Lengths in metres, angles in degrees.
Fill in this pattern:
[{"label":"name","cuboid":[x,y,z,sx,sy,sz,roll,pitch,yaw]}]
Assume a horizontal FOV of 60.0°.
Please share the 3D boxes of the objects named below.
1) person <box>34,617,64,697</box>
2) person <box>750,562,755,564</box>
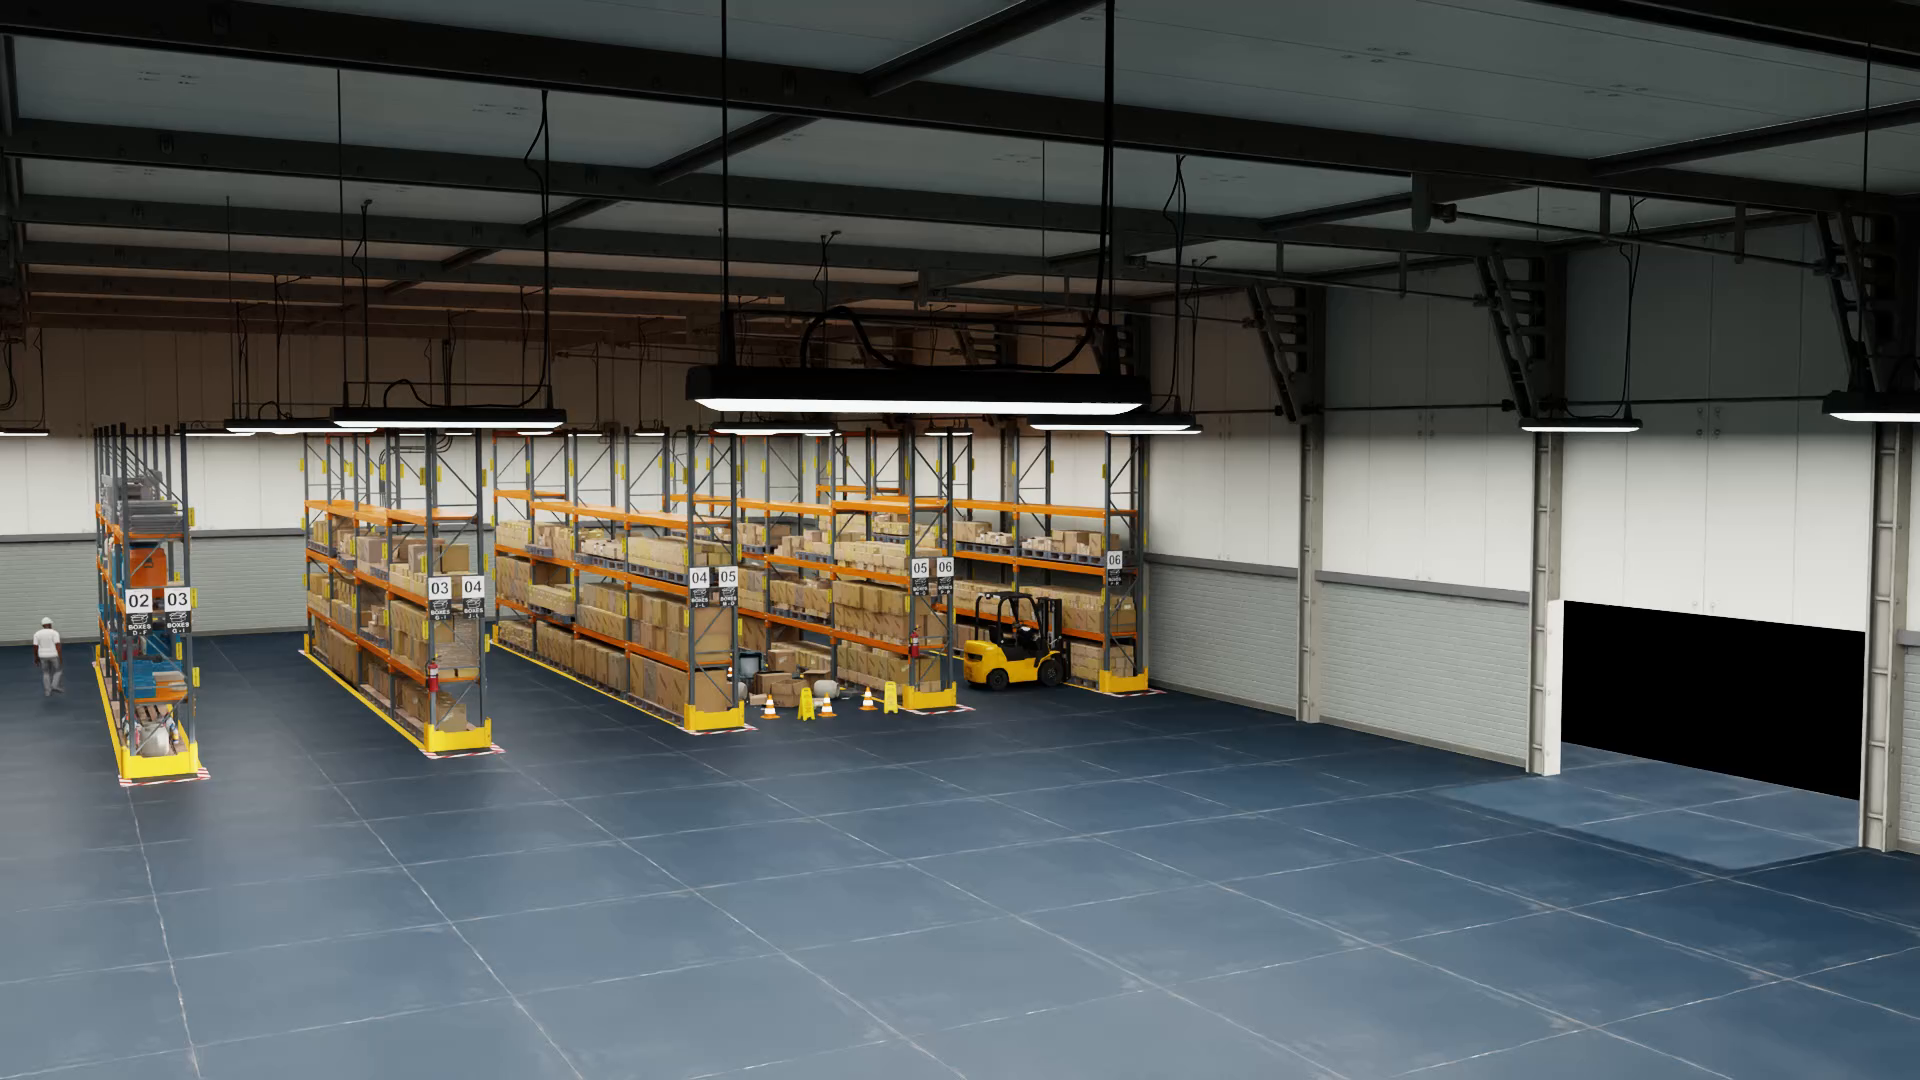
[{"label":"person","cuboid":[-20.257,2.602,36.951,0.605,1.749,0.547,-1,4,-16]},{"label":"person","cuboid":[-6.700,1.587,53.929,0.504,1.736,0.999,3,4,37]}]
